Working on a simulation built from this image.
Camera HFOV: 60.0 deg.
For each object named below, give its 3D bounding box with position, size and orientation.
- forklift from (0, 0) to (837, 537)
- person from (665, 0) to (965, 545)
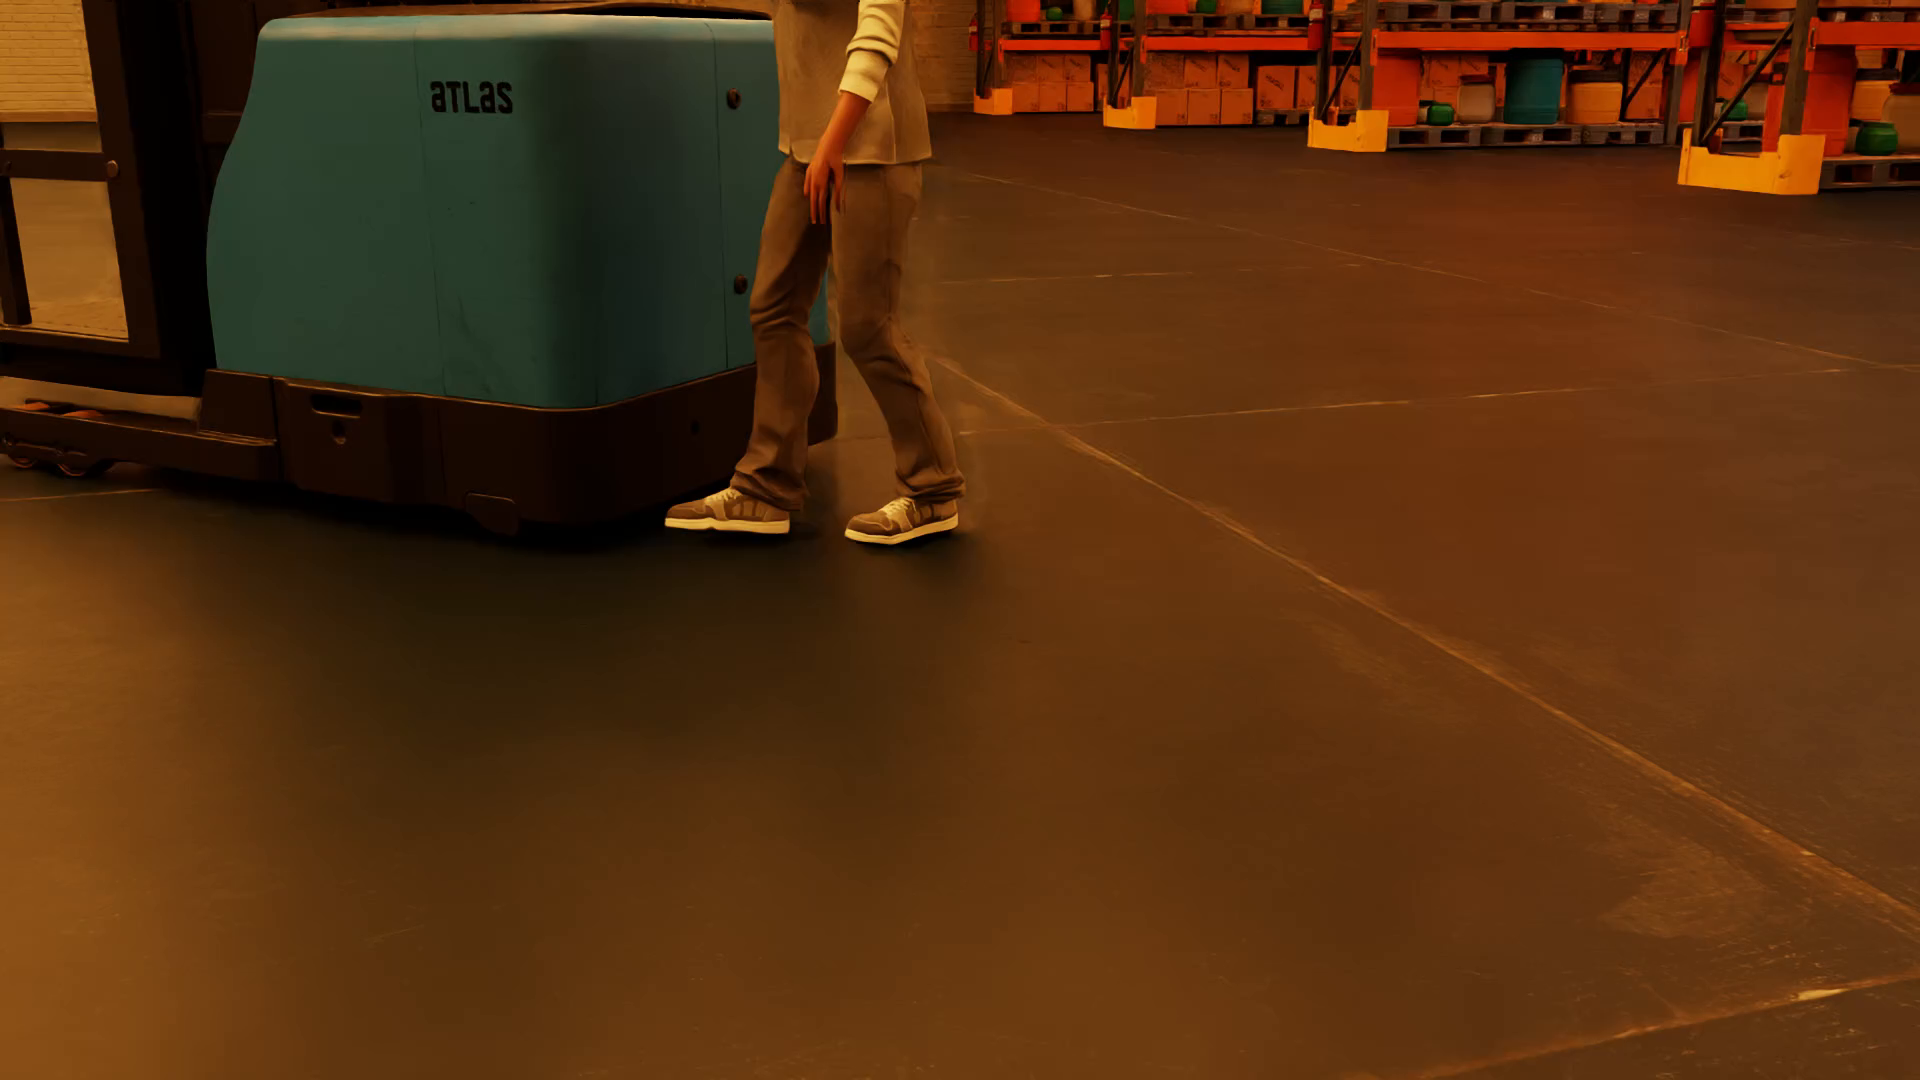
[{"bbox_3d":[-1.862,-1.683,4.101,3.031,2.935,1.130,8,18,26],"label":"forklift"},{"bbox_3d":[-0.289,-0.752,3.342,0.628,1.575,0.576,-8,18,-25],"label":"person"}]
